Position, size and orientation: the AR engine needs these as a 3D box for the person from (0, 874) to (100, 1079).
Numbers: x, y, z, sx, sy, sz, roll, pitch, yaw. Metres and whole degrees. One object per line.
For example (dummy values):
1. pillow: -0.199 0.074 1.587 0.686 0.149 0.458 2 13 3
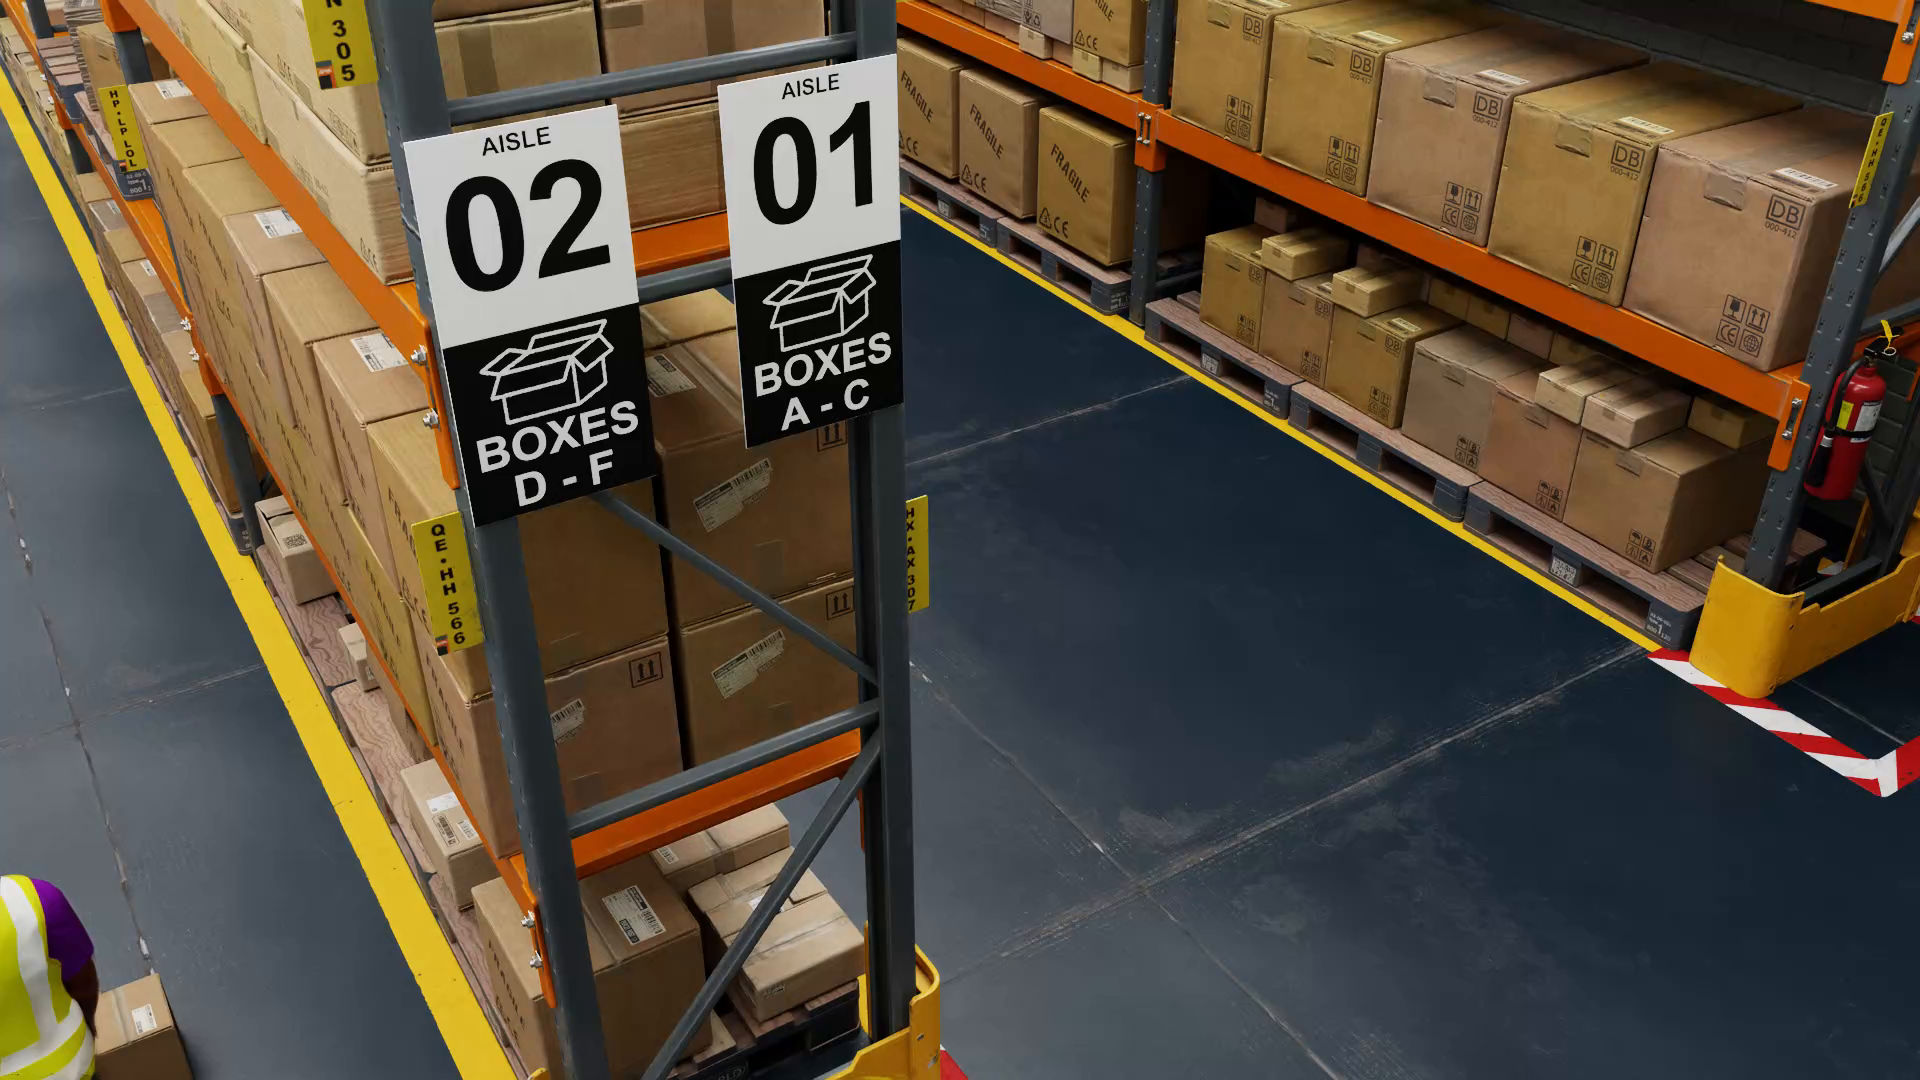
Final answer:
1. person: -2.306 1.336 4.019 0.569 1.742 0.949 -22 38 -30
